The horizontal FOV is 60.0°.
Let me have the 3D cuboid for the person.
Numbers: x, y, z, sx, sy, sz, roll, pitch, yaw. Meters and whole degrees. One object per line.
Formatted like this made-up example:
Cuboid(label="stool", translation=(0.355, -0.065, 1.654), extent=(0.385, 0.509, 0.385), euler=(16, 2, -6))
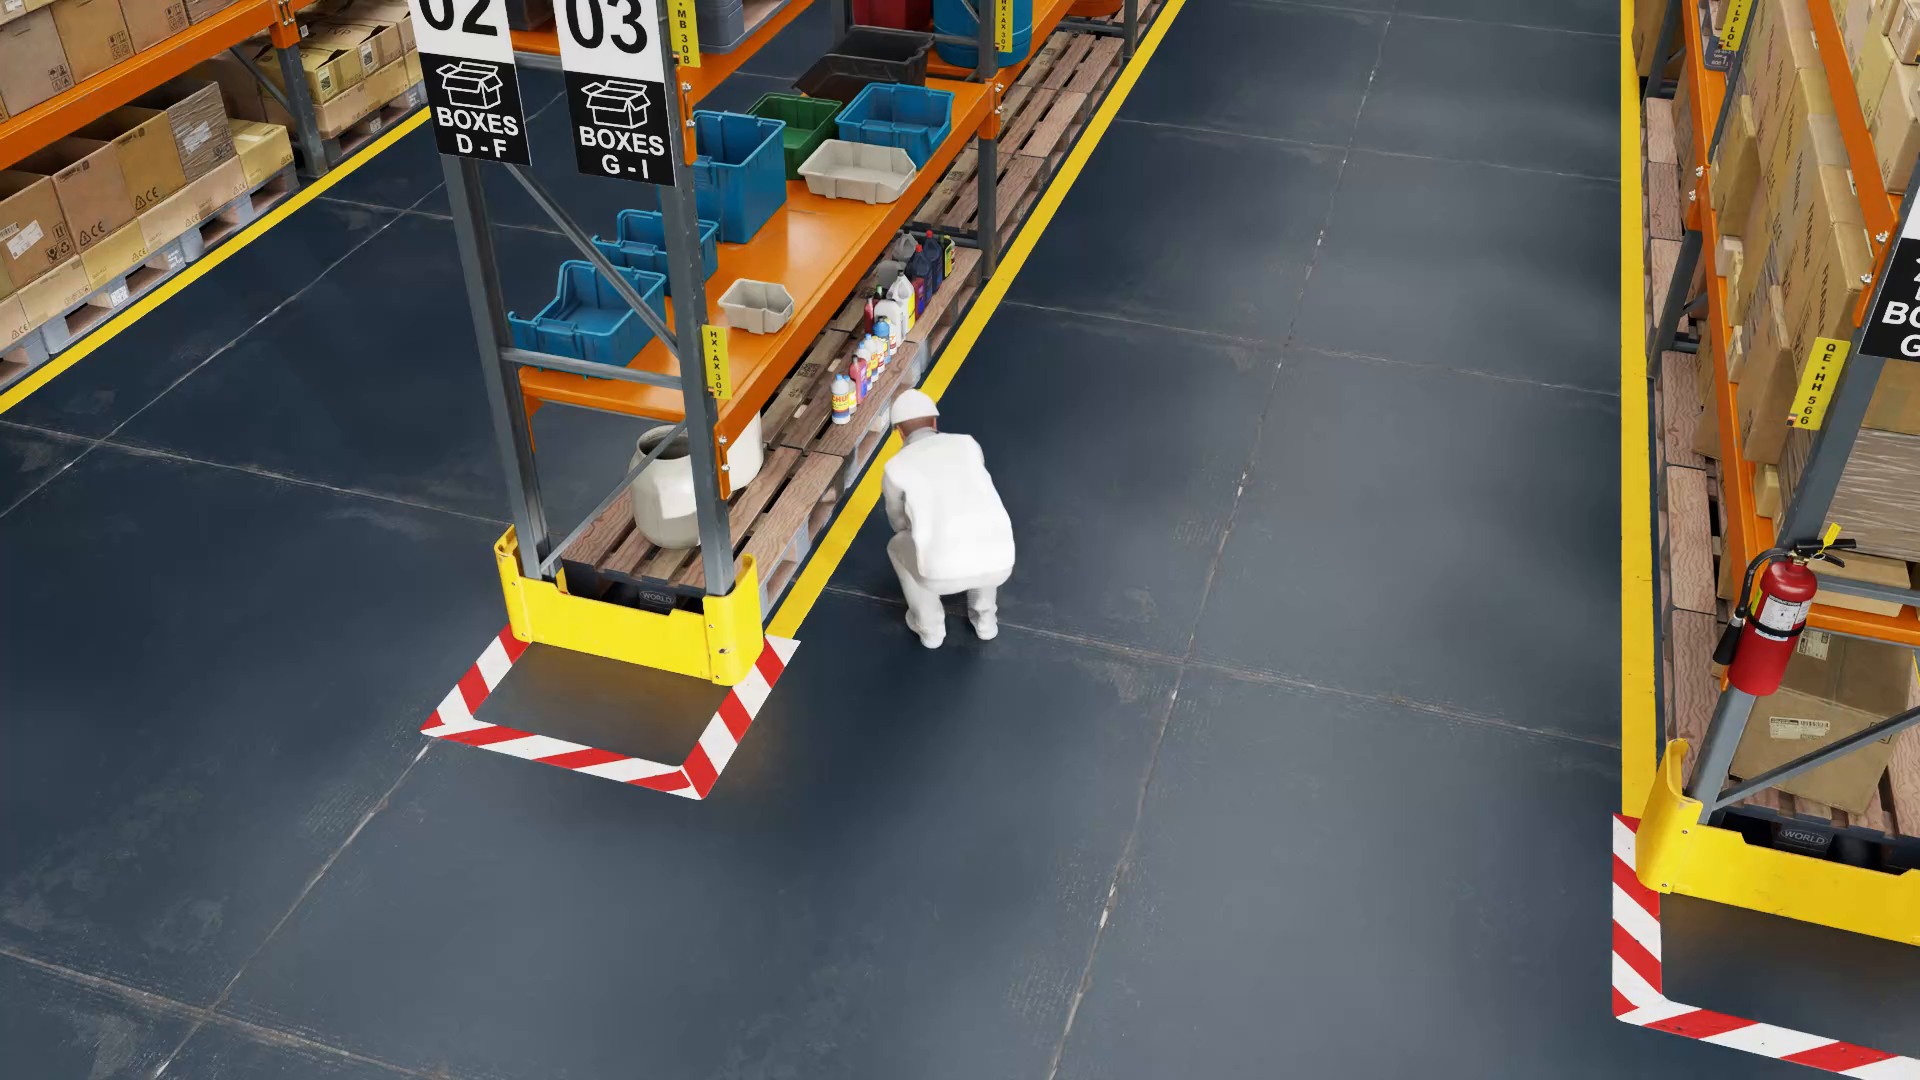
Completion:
Cuboid(label="person", translation=(-0.074, -0.078, 7.613), extent=(0.514, 1.021, 0.883), euler=(-10, 38, -13))
